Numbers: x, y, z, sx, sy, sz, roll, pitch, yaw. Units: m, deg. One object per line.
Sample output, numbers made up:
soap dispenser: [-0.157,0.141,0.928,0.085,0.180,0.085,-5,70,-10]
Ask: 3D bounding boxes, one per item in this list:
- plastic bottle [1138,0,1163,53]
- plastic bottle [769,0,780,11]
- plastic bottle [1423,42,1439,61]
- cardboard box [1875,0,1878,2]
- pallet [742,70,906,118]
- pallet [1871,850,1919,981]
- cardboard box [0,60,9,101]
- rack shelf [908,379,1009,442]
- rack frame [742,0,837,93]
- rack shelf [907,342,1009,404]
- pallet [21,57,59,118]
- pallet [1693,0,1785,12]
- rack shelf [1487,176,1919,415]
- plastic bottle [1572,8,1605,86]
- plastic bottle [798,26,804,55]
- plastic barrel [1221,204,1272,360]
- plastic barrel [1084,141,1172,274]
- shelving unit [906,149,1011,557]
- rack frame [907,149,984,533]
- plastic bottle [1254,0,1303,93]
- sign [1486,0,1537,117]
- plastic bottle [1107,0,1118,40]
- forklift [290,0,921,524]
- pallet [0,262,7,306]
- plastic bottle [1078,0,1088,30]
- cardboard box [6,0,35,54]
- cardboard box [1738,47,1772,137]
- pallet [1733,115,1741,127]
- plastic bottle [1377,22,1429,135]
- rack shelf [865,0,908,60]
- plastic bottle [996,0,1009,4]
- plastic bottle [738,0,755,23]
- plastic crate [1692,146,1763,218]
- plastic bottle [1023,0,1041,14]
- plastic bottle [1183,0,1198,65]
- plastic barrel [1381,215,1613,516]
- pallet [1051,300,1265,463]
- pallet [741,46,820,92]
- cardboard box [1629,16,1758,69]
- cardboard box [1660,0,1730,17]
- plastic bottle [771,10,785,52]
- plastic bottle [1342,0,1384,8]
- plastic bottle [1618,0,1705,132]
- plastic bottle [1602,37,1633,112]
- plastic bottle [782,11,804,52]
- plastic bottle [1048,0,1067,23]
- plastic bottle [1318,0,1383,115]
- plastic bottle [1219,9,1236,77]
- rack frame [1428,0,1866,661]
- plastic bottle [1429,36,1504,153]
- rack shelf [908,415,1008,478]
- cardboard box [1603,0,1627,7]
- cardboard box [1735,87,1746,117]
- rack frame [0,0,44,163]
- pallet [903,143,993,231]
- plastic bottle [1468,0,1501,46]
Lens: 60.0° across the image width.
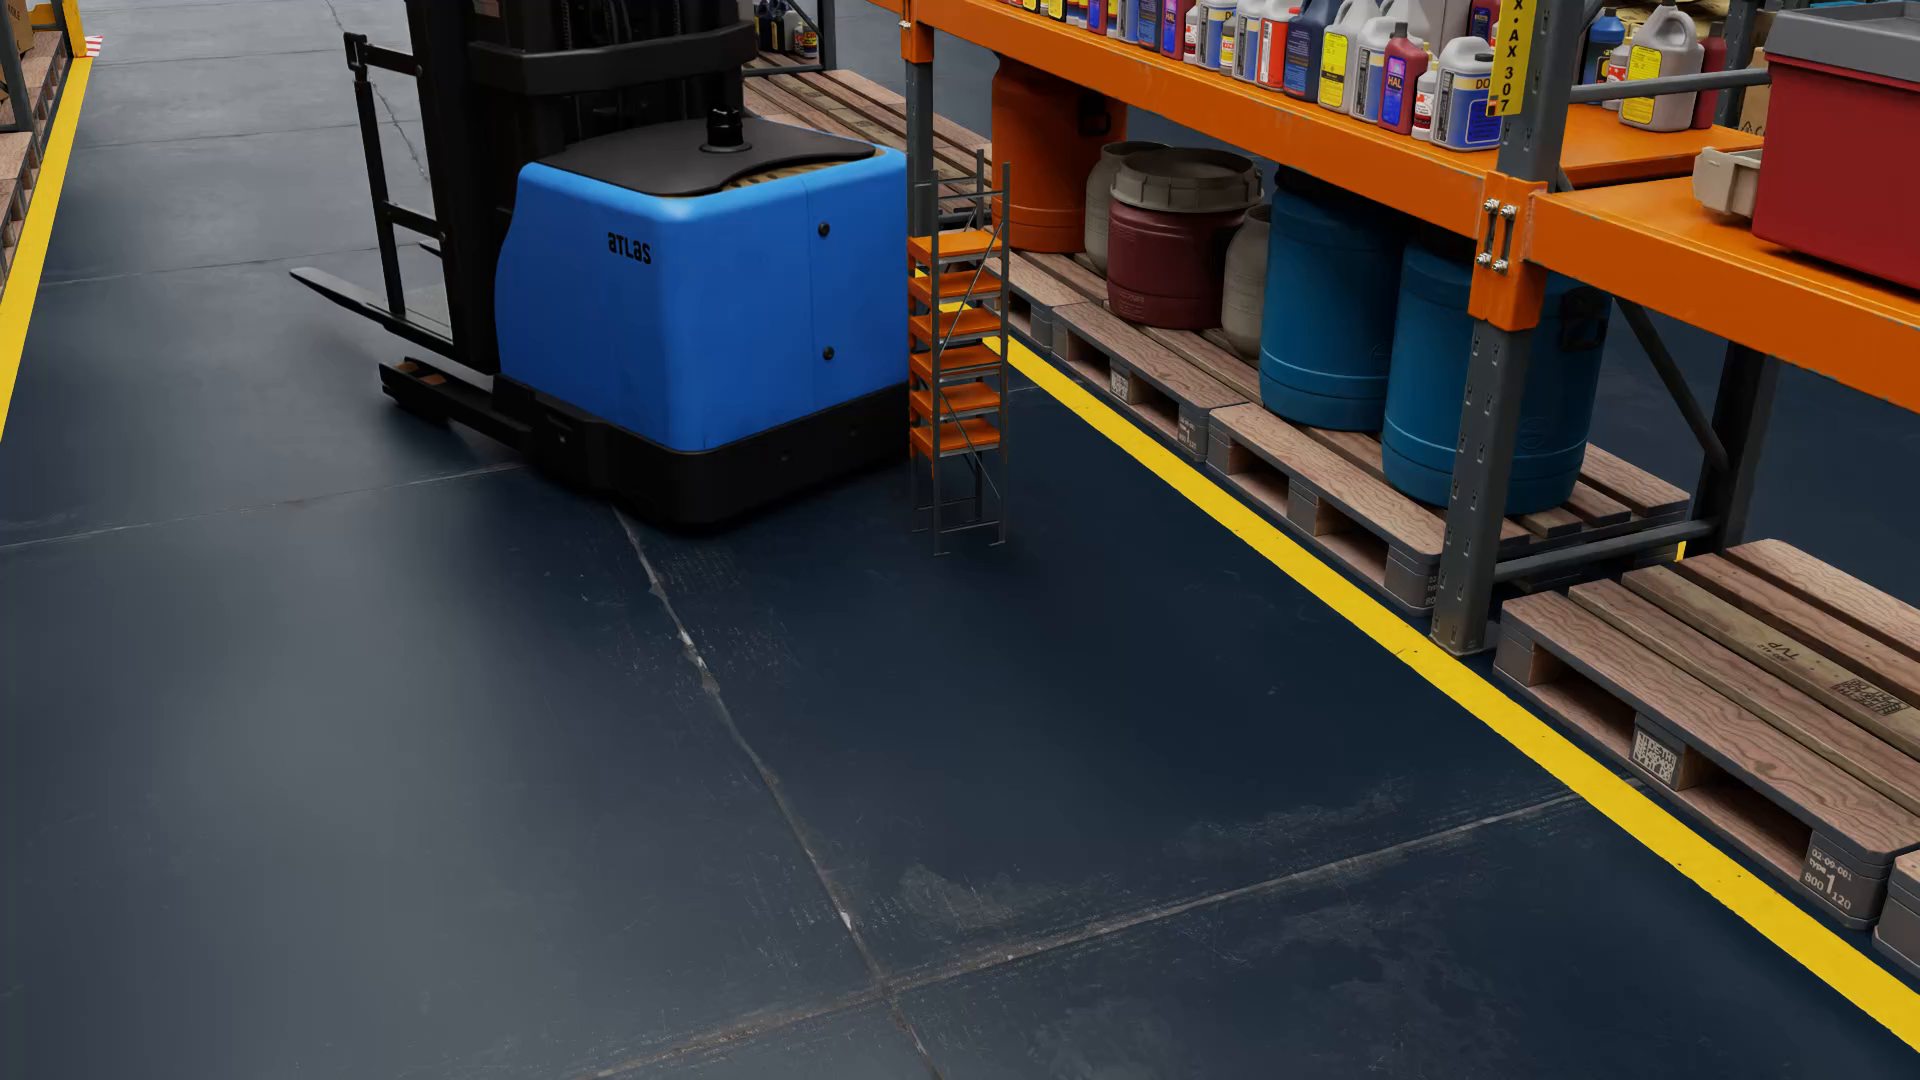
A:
plastic bottle: [0.708,-1.865,5.707,0.144,0.351,0.185,-11,28,-21]
plastic bottle: [-1.341,-3.838,12.210,0.144,0.351,0.185,-12,28,-23]
plastic bottle: [1.313,-1.318,4.758,0.097,0.201,0.097,0,26,0]
cardboard box: [8.087,-4.840,14.091,0.700,0.500,0.500,-10,28,-19]
pallet: [-0.990,-2.794,10.732,1.003,0.211,1.213,-11,28,-21]
pallet: [2.605,0.909,3.148,1.003,0.211,1.213,-11,28,-21]
cardboard box: [-6.241,-2.970,10.284,0.500,0.500,0.500,-2,26,-4]
rack shelf: [-0.006,-0.397,5.071,0.258,0.103,0.180,-11,28,-21]
rack frame: [-1.333,-4.357,10.755,1.000,3.000,0.127,-11,28,-21]
rack shelf: [-0.006,-0.505,5.018,0.258,0.103,0.180,-11,28,-21]
pallet: [-6.667,-3.012,11.177,1.003,0.211,1.213,-11,28,-21]
pallet: [7.487,-5.071,15.397,1.003,0.211,1.213,-11,28,-21]
rack shelf: [2.583,0.003,2.645,1.077,0.370,4.000,-11,28,-21]
plastic bottle: [1.826,-1.472,4.987,0.152,0.276,0.135,-11,28,-21]
plastic bottle: [-1.094,-3.542,11.775,0.097,0.201,0.097,0,26,0]
plastic barrel: [1.187,-0.950,6.134,0.421,0.512,0.421,0,26,0]
plastic barrel: [0.744,-1.406,7.068,0.421,0.512,0.421,0,26,0]
shelving unit: [-0.006,-0.545,4.999,0.258,1.200,0.189,-11,28,-21]
rack frame: [-0.042,-0.582,5.074,0.240,1.200,0.006,-11,28,-21]
plastic bottle: [1.008,-1.527,5.099,0.152,0.276,0.135,-11,28,-21]
sign: [1.293,-1.158,3.888,0.100,0.325,0.005,-11,28,-21]
plastic bottle: [0.578,-1.937,5.944,0.097,0.271,0.097,0,26,0]
forklift: [-1.544,-1.909,5.820,3.031,2.935,1.130,23,34,39]
pallet: [-4.628,-0.954,6.964,1.003,0.211,1.213,-11,28,-21]
plastic bottle: [0.488,-2.030,6.135,0.097,0.271,0.097,0,26,0]
cardboard box: [-6.962,-3.696,11.772,0.500,0.500,0.500,-3,26,-7]
cardboard box: [4.708,-2.434,9.163,0.500,0.500,0.500,-9,28,-18]
pallet: [4.506,-2.678,10.494,1.003,0.211,1.213,-11,28,-21]
plastic bottle: [1.216,-1.264,4.554,0.061,0.283,0.133,-11,28,-21]
rack shelf: [-0.550,-3.227,9.260,1.077,0.370,4.000,-11,28,-21]
plastic bottle: [0.192,-2.319,6.714,0.061,0.283,0.133,-11,28,-21]
plastic bottle: [-1.634,-3.940,12.505,0.152,0.276,0.135,-11,28,-21]
plastic crate: [1.851,-0.824,3.750,0.396,0.136,0.243,-11,28,-21]
plastic bottle: [0.297,-2.211,6.493,0.061,0.283,0.133,-11,28,-21]
plastic bottle: [0.794,-1.683,5.505,0.097,0.201,0.097,0,26,0]
plastic barrel: [1.603,-0.596,4.965,0.600,0.901,0.708,-11,28,-21]
pallet: [1.055,-0.687,6.415,1.003,0.211,1.213,-11,28,-21]
pallet: [-1.557,-3.383,11.937,1.003,0.211,1.213,-11,28,-21]
cardboard box: [4.361,-2.966,9.923,0.500,0.311,0.500,-10,28,-19]
cardboard box: [4.645,-3.270,10.544,0.500,0.311,0.500,-11,28,-22]
plastic bottle: [-1.304,-3.646,11.892,0.061,0.283,0.133,-11,28,-21]
plastic bottle: [1.199,-1.520,5.000,0.144,0.351,0.185,-11,28,-21]
plastic bottle: [1.945,-1.320,4.590,0.144,0.351,0.185,-11,28,-21]
plastic bottle: [1.935,-1.357,4.837,0.097,0.201,0.097,0,26,0]
plastic bottle: [-1.206,-3.661,11.932,0.152,0.276,0.135,-10,28,-19]
plastic bottle: [0.388,-2.118,6.302,0.061,0.283,0.133,-11,28,-21]
plastic bottle: [1.139,-1.420,4.796,0.144,0.351,0.185,-11,28,-21]
plastic bottle: [0.885,-1.589,5.313,0.097,0.201,0.097,0,26,0]
rack frame: [1.800,-1.128,4.141,1.000,3.000,0.127,-11,28,-21]
plastic bottle: [1.348,-1.175,4.380,0.152,0.276,0.135,-11,28,-21]
rack shelf: [-0.006,-0.289,5.124,0.258,0.103,0.180,-11,28,-21]
cardboard box: [3.957,-3.379,10.768,0.500,0.311,0.500,-11,28,-21]
cardboard box: [4.362,-2.716,10.048,0.500,0.250,0.500,-10,28,-19]
rack frame: [-5.890,-3.506,9.012,1.000,3.000,0.127,-11,28,-21]
pallet: [-0.034,-1.809,8.714,1.003,0.211,1.213,-11,28,-21]
plastic bottle: [1.701,-1.655,5.354,0.061,0.283,0.133,-11,28,-21]
